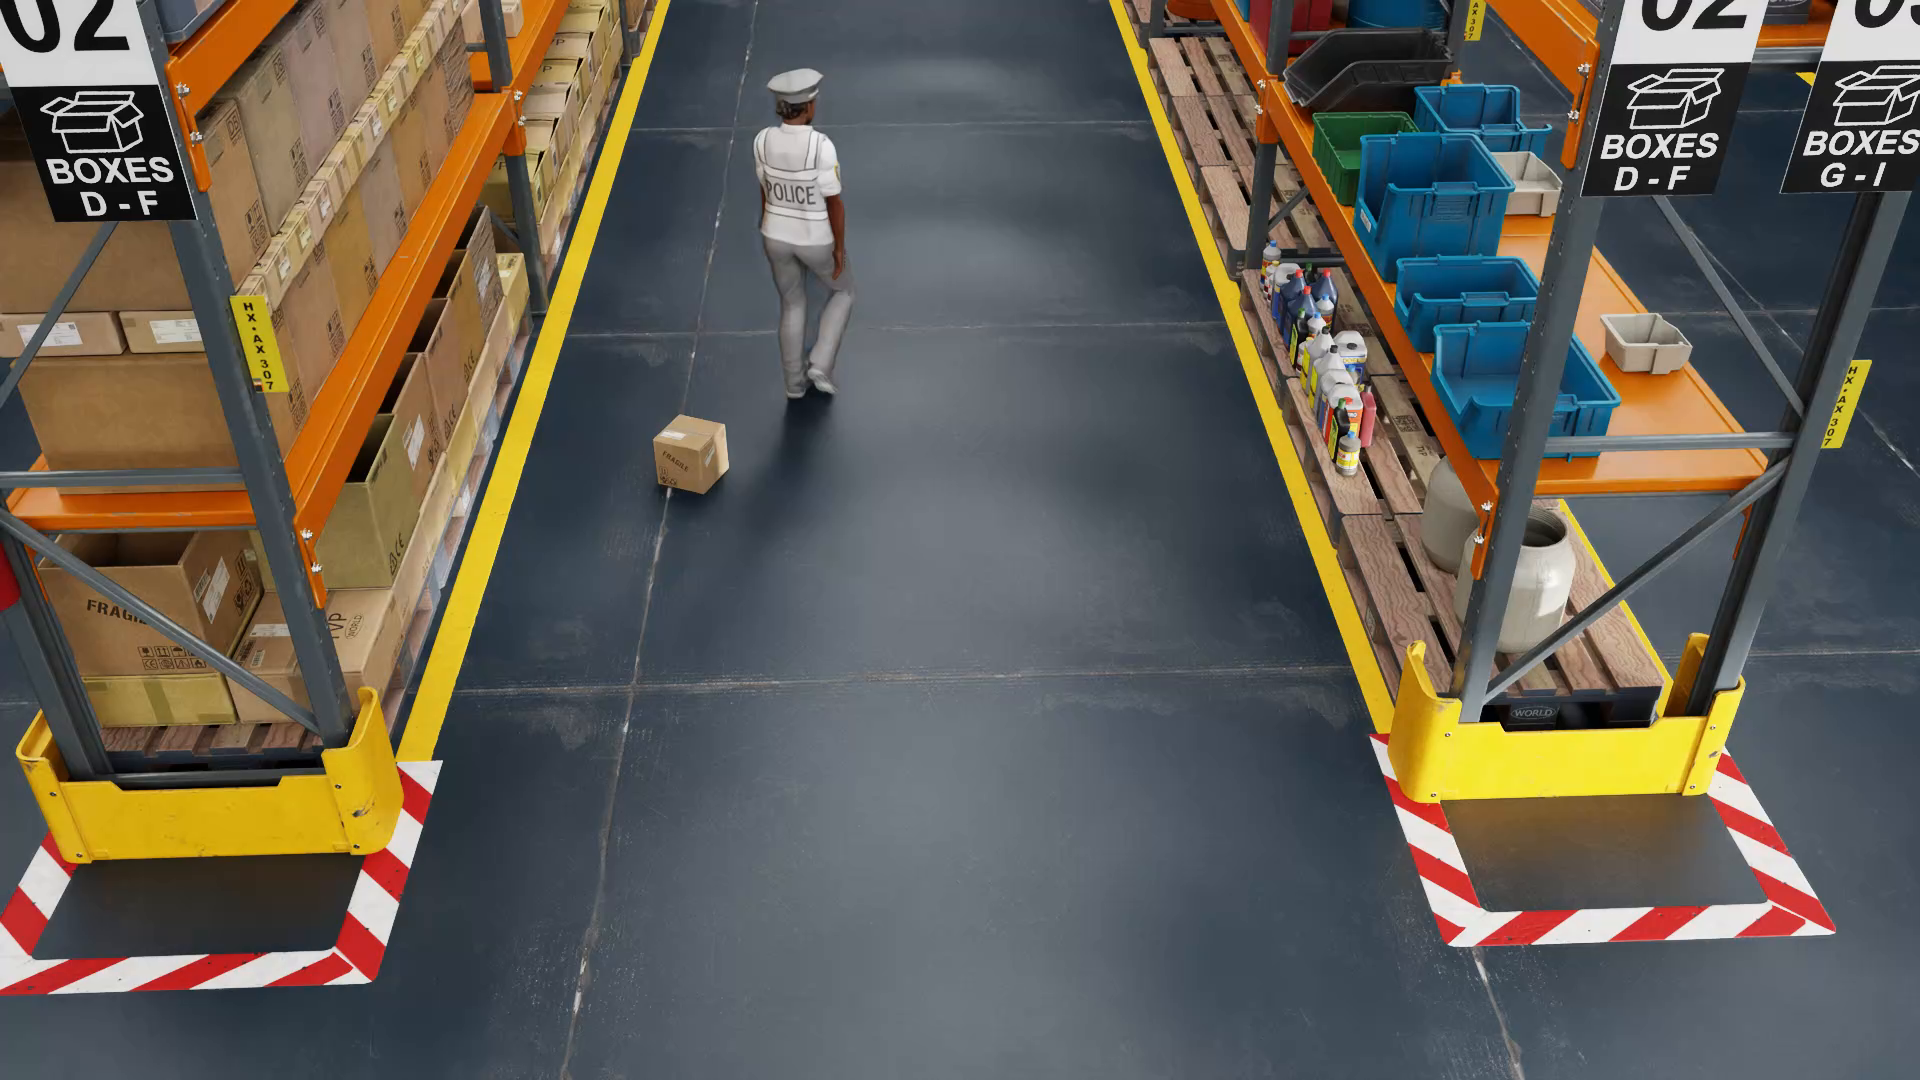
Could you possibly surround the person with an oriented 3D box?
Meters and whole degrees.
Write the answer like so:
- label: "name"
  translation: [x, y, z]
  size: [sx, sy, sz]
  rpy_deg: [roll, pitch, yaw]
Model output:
- label: "person"
  translation: [-0.752, -1.471, 8.195]
  size: [0.458, 1.687, 0.409]
  rpy_deg: [9, 36, 13]
